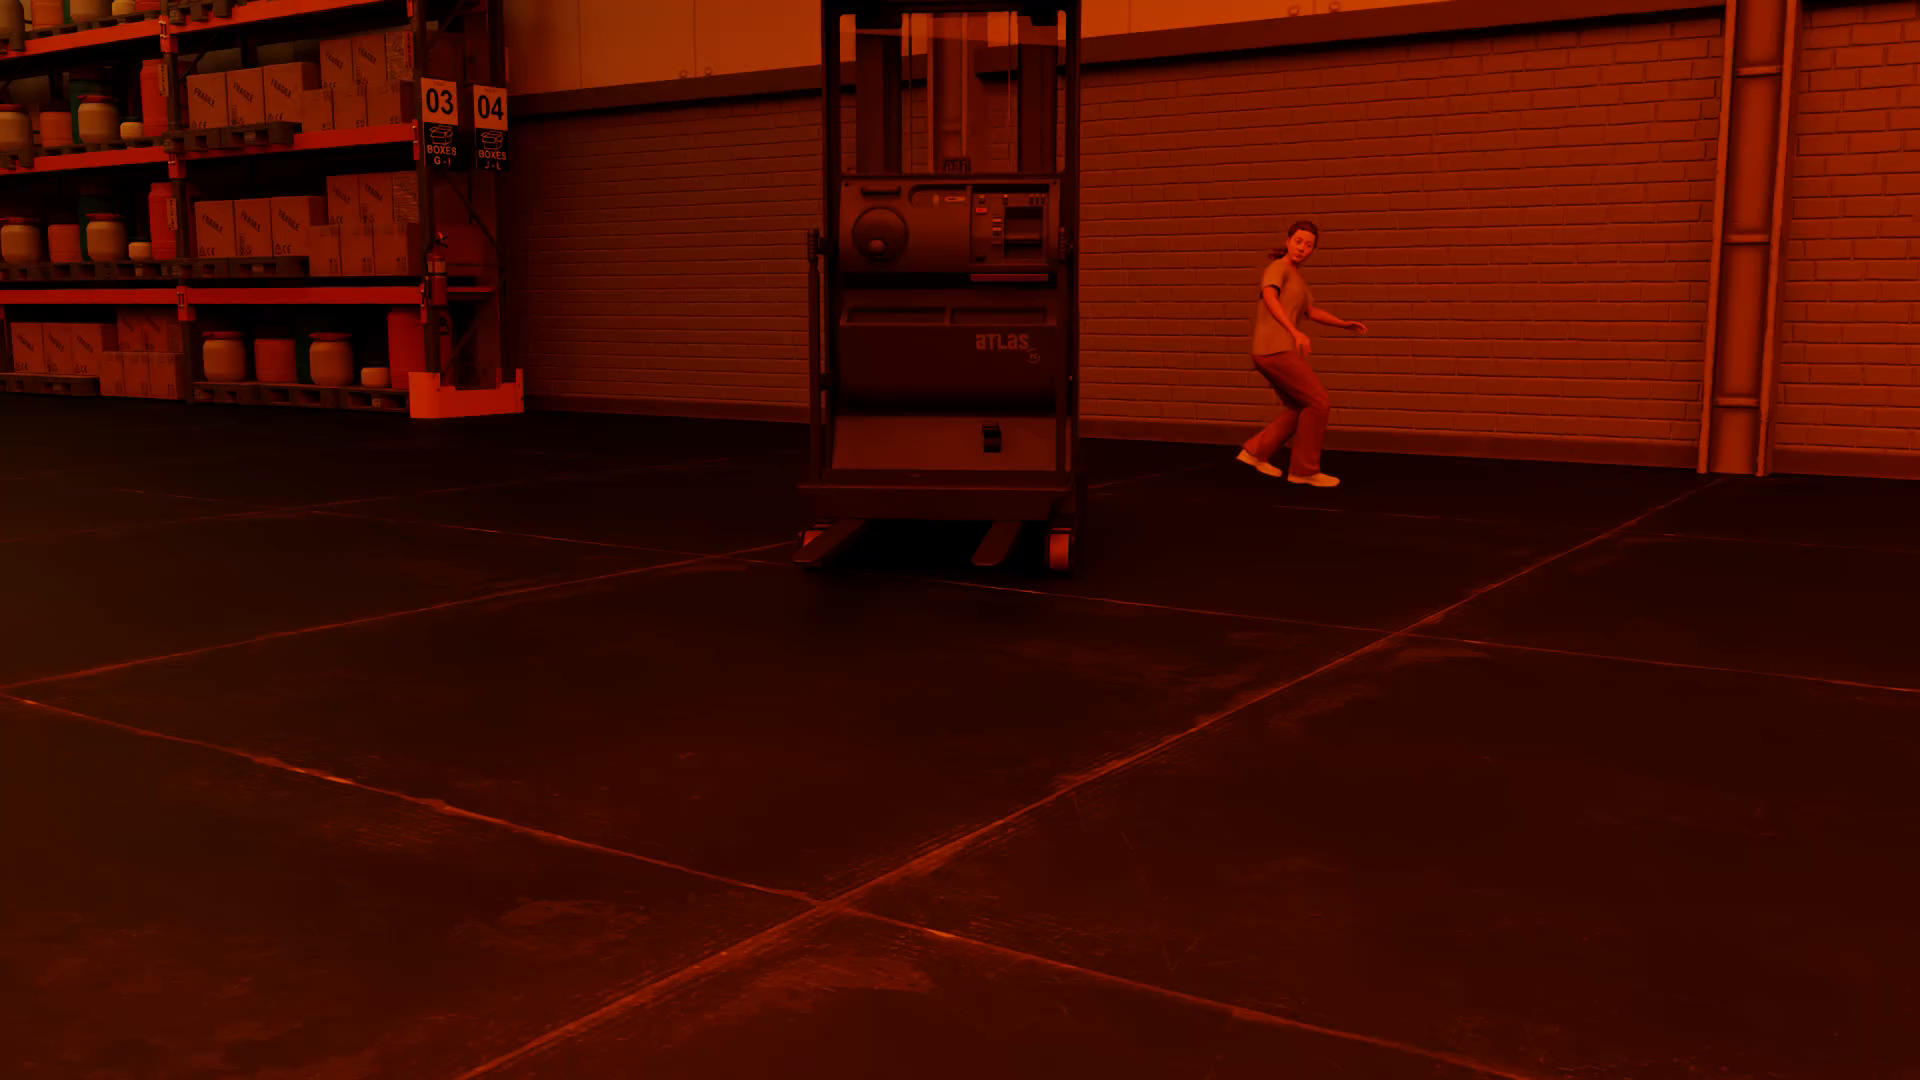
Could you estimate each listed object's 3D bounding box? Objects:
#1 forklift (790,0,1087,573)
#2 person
[{"bbox_3d":[-0.064,-1.366,6.796,1.130,2.935,3.031,1,8,6],"label":"forklift"},{"bbox_3d":[2.007,-1.085,9.738,0.749,1.551,0.774,2,8,11],"label":"person"}]
